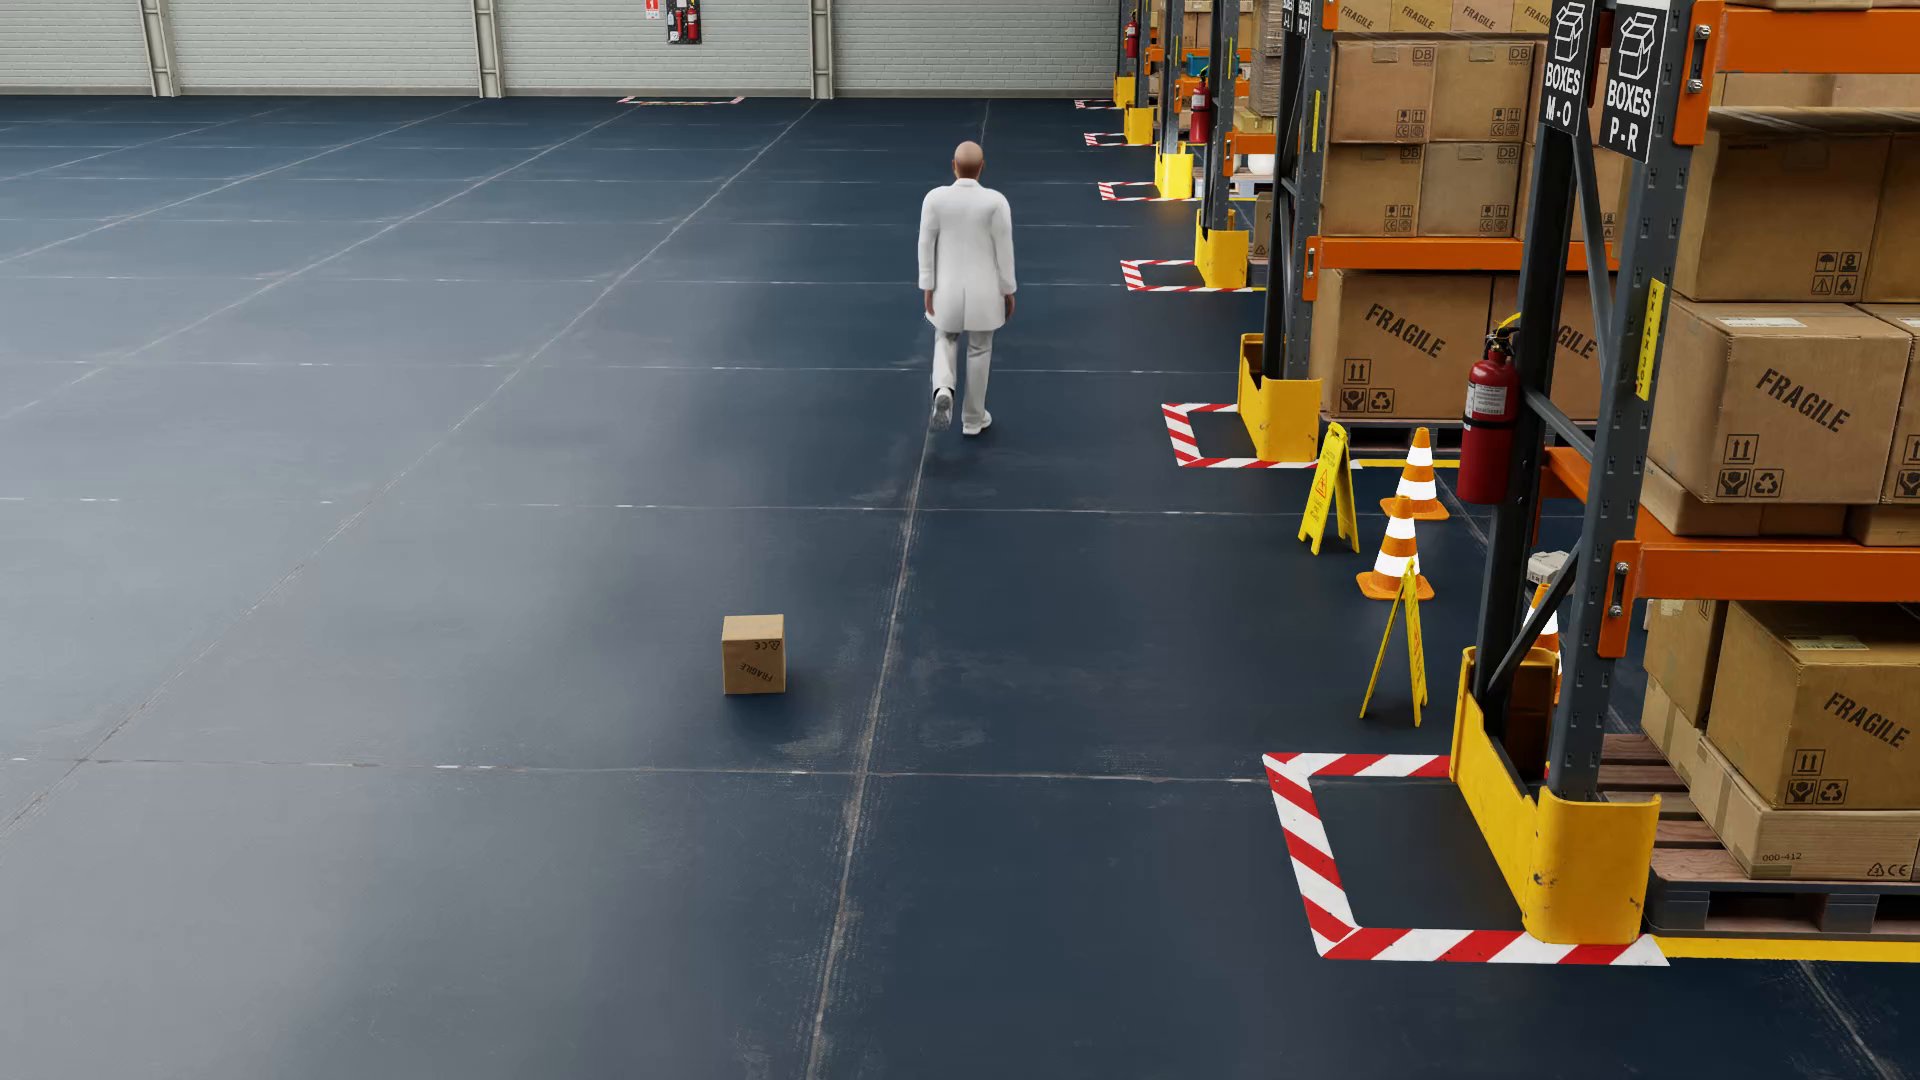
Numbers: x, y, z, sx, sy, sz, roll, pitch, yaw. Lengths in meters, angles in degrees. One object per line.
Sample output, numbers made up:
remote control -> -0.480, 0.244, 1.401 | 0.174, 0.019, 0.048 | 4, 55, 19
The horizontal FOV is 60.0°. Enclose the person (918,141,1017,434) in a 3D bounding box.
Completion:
person -> 0.044, -1.505, 10.048 | 0.592, 1.770, 0.566 | 3, 21, 8
